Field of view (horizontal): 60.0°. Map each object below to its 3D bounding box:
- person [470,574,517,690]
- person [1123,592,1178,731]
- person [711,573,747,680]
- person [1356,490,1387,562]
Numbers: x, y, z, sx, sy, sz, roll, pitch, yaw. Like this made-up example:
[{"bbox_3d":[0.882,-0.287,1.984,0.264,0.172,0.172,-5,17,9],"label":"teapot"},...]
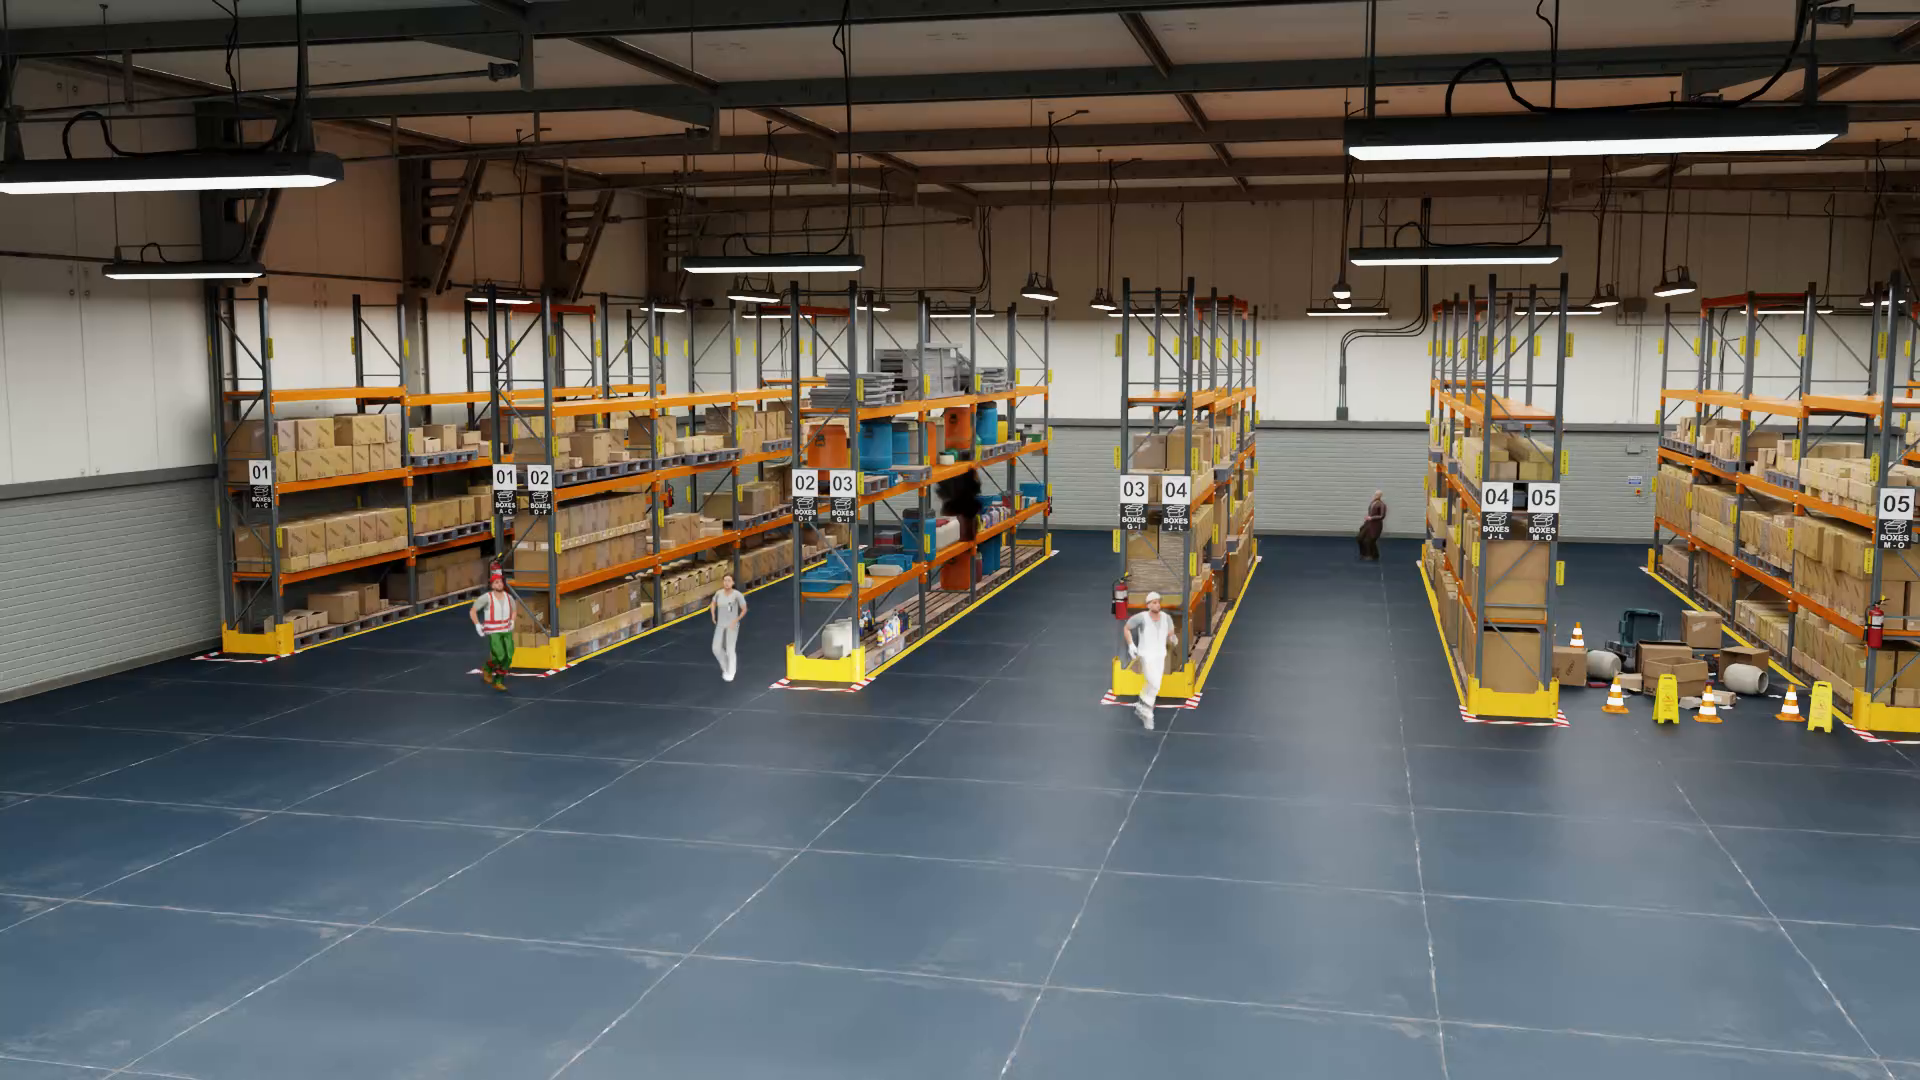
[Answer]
[{"bbox_3d":[-6.750,1.352,24.363,0.517,1.711,0.680,6,9,43],"label":"person"},{"bbox_3d":[2.567,1.587,22.087,0.643,1.830,0.775,-4,7,-28],"label":"person"},{"bbox_3d":[-3.526,1.315,25.079,0.612,1.638,0.494,1,7,12],"label":"person"},{"bbox_3d":[9.715,-0.312,39.066,0.647,1.736,0.692,-3,7,-26],"label":"person"}]
